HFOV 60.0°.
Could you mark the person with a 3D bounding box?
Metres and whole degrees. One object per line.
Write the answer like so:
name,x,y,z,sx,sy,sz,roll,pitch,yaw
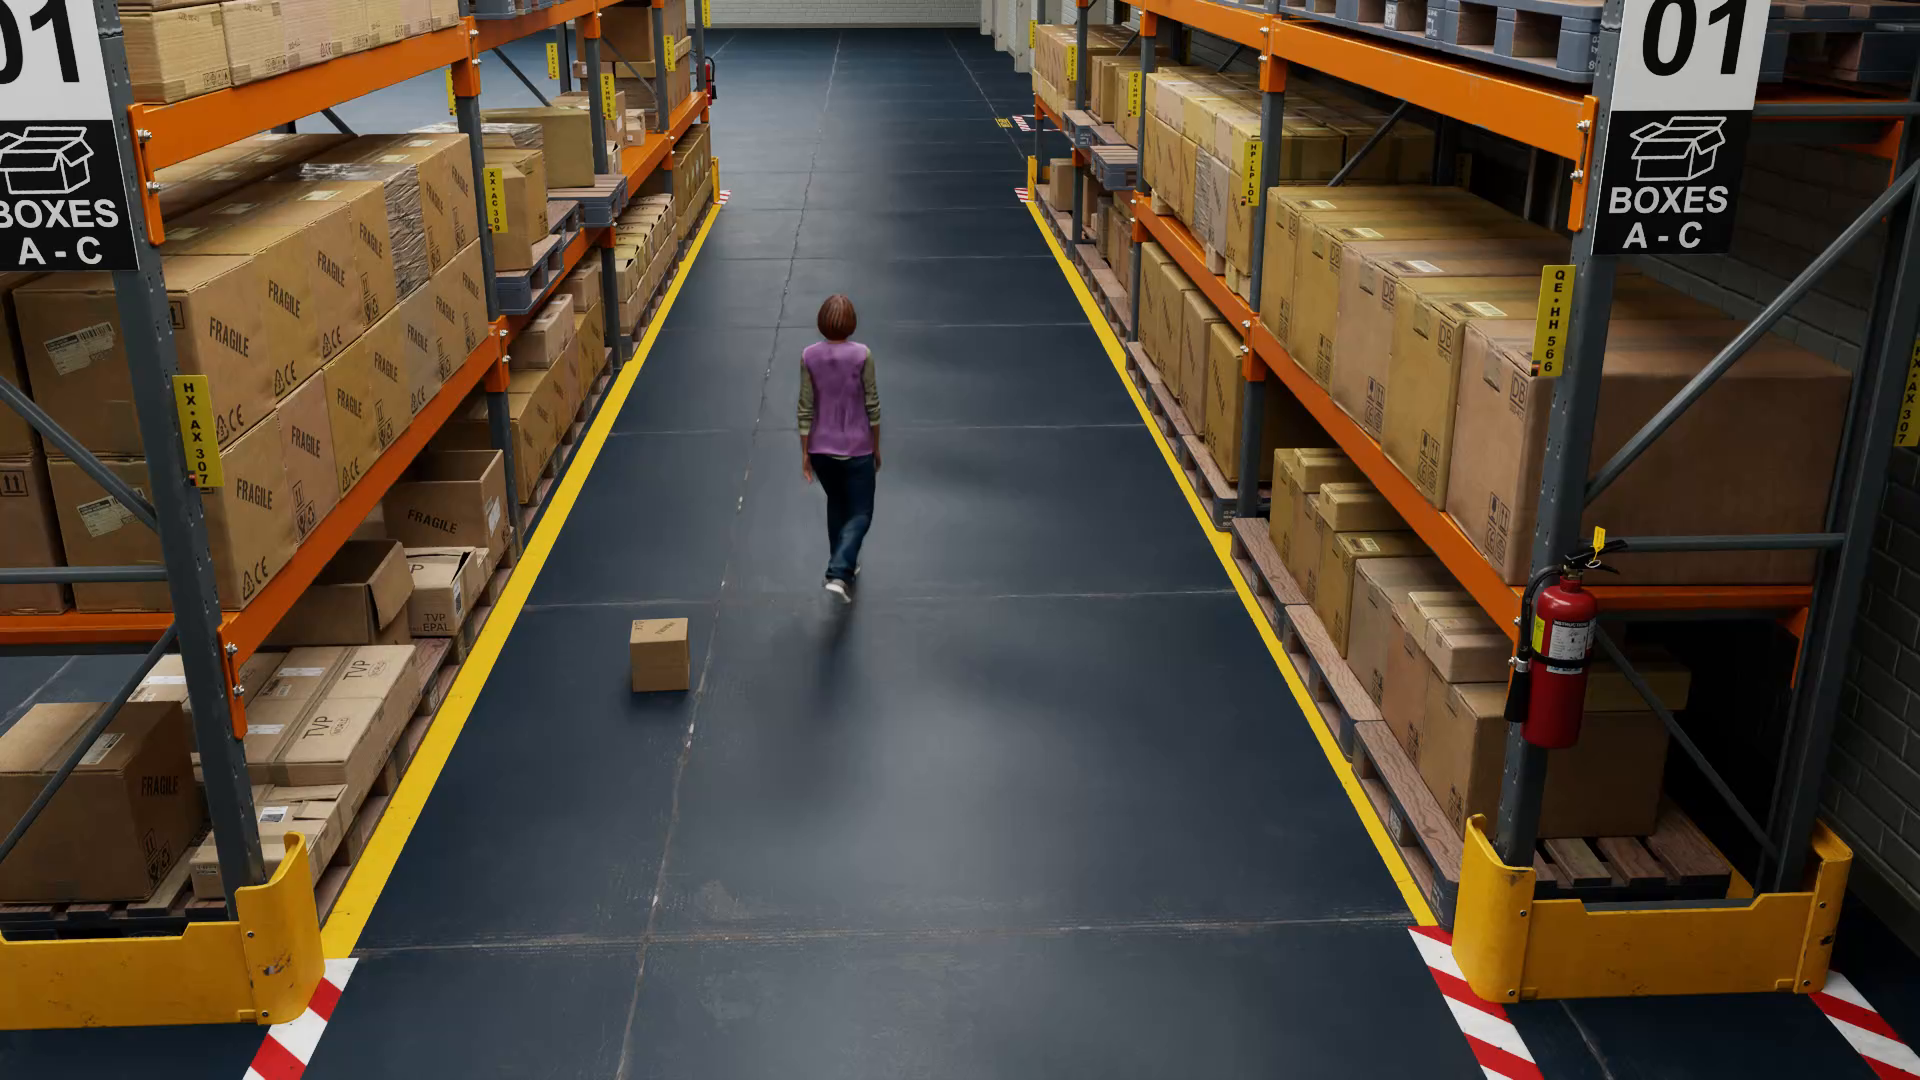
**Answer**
person,-0.602,-0.389,8.245,0.406,1.457,0.859,4,21,12
